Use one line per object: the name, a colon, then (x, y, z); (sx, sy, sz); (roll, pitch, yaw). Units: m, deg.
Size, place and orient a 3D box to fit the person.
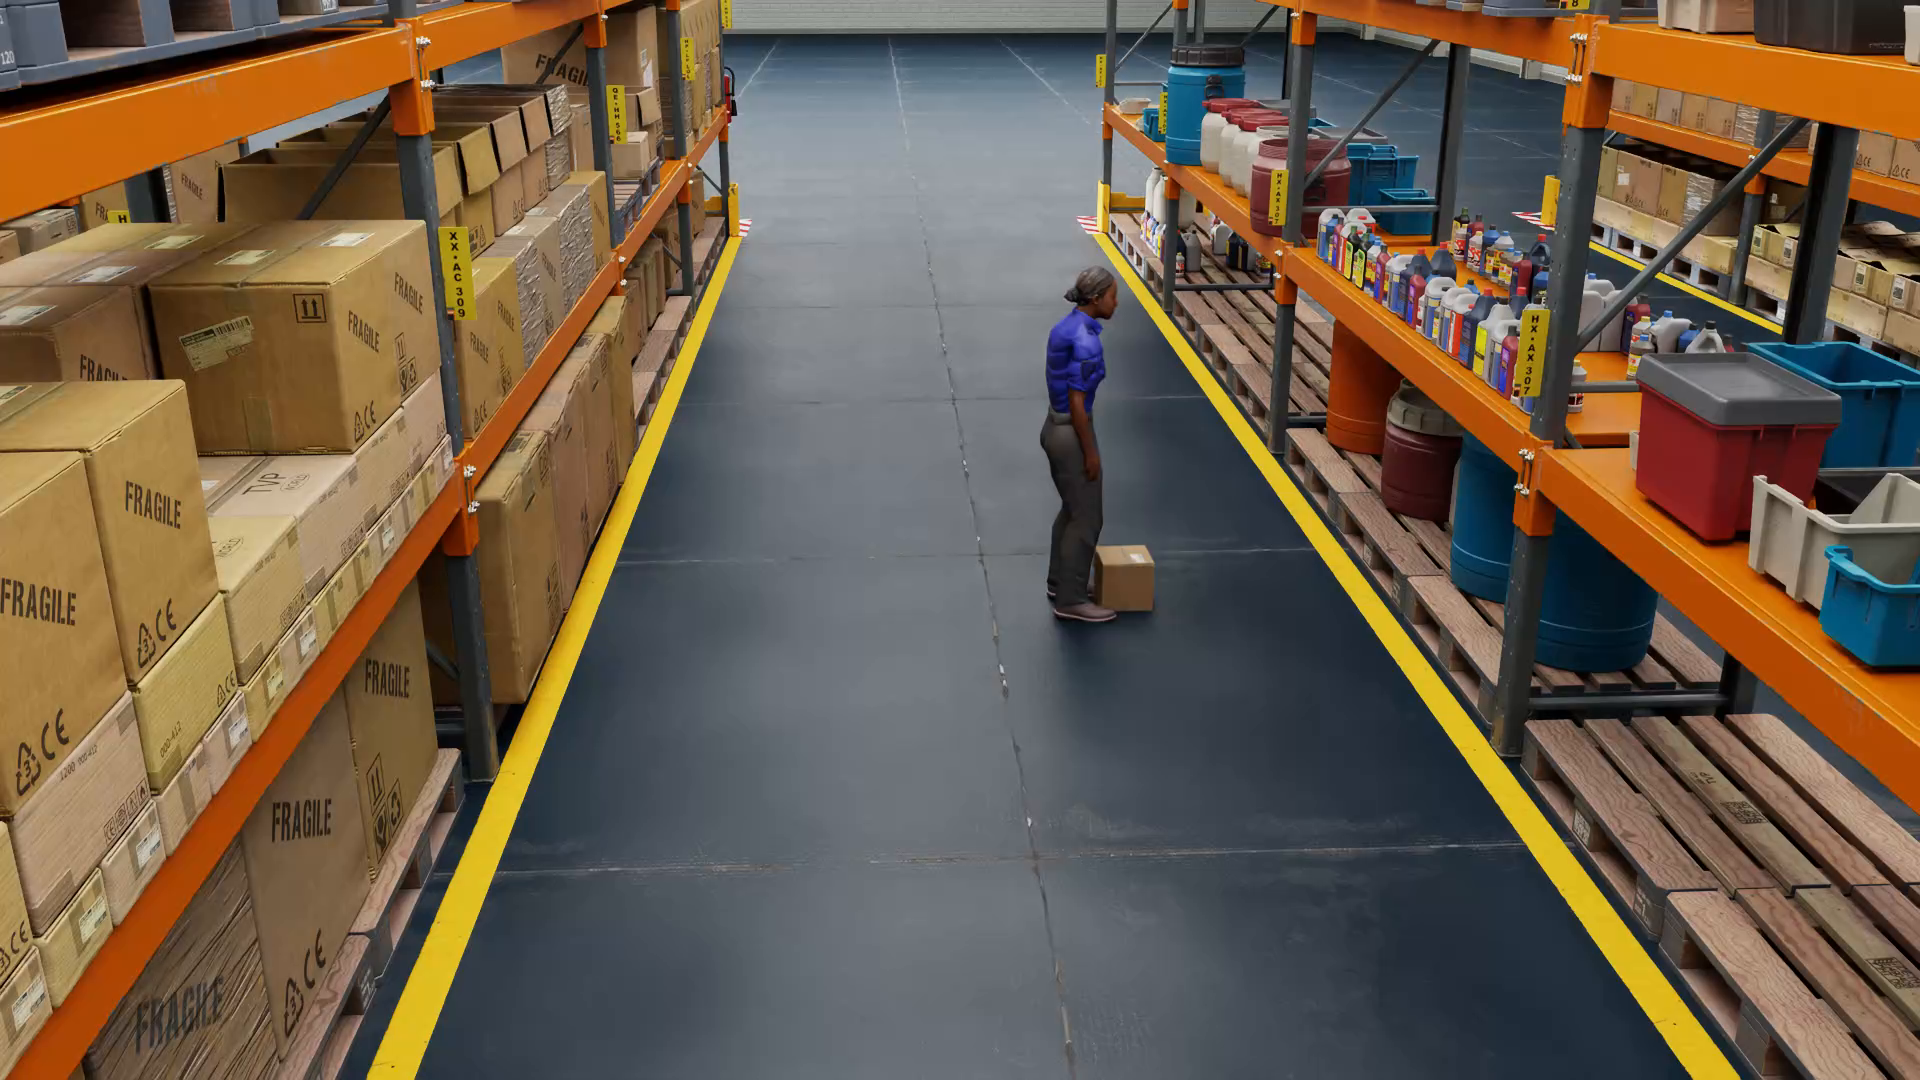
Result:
person: (0.558, -0.460, 7.814); (0.347, 1.653, 0.512); (-2, 21, -5)
